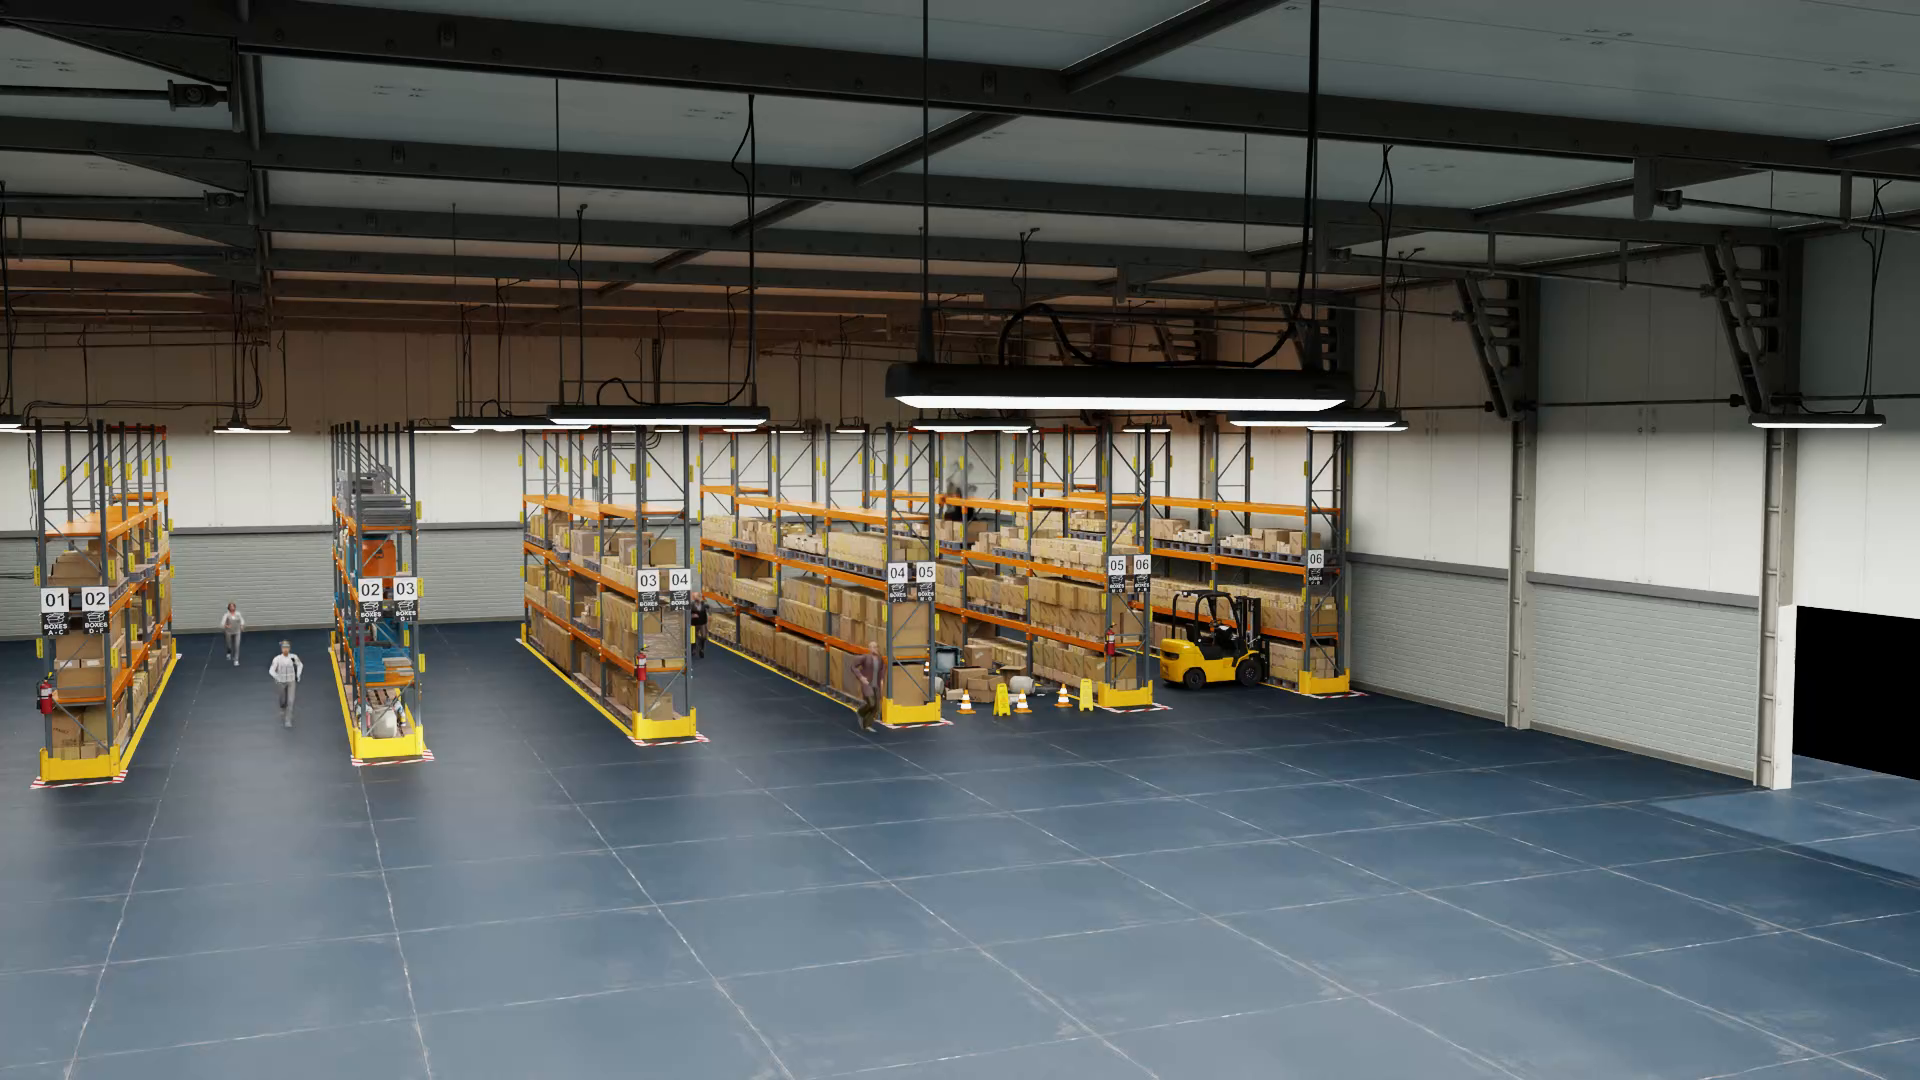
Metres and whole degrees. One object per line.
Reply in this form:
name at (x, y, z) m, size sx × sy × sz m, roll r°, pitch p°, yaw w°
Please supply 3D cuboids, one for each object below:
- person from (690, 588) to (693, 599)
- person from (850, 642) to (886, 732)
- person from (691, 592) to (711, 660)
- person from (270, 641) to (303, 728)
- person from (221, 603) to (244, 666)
person at (-8.158, 1.893, 48.684) m, size 0.638 × 1.668 × 0.721 m, roll 4°, pitch 5°, yaw 45°
person at (-1.730, 2.852, 32.277) m, size 0.740 × 1.749 × 0.583 m, roll -3°, pitch 5°, yaw -38°
person at (-6.701, 2.233, 42.686) m, size 0.667 × 1.655 × 0.862 m, roll -1°, pitch 4°, yaw -14°
person at (-13.368, 2.835, 33.030) m, size 0.626 × 1.694 × 0.832 m, roll -2°, pitch 4°, yaw -24°
person at (-18.173, 2.342, 41.575) m, size 0.550 × 1.563 × 0.757 m, roll -2°, pitch 4°, yaw -32°
